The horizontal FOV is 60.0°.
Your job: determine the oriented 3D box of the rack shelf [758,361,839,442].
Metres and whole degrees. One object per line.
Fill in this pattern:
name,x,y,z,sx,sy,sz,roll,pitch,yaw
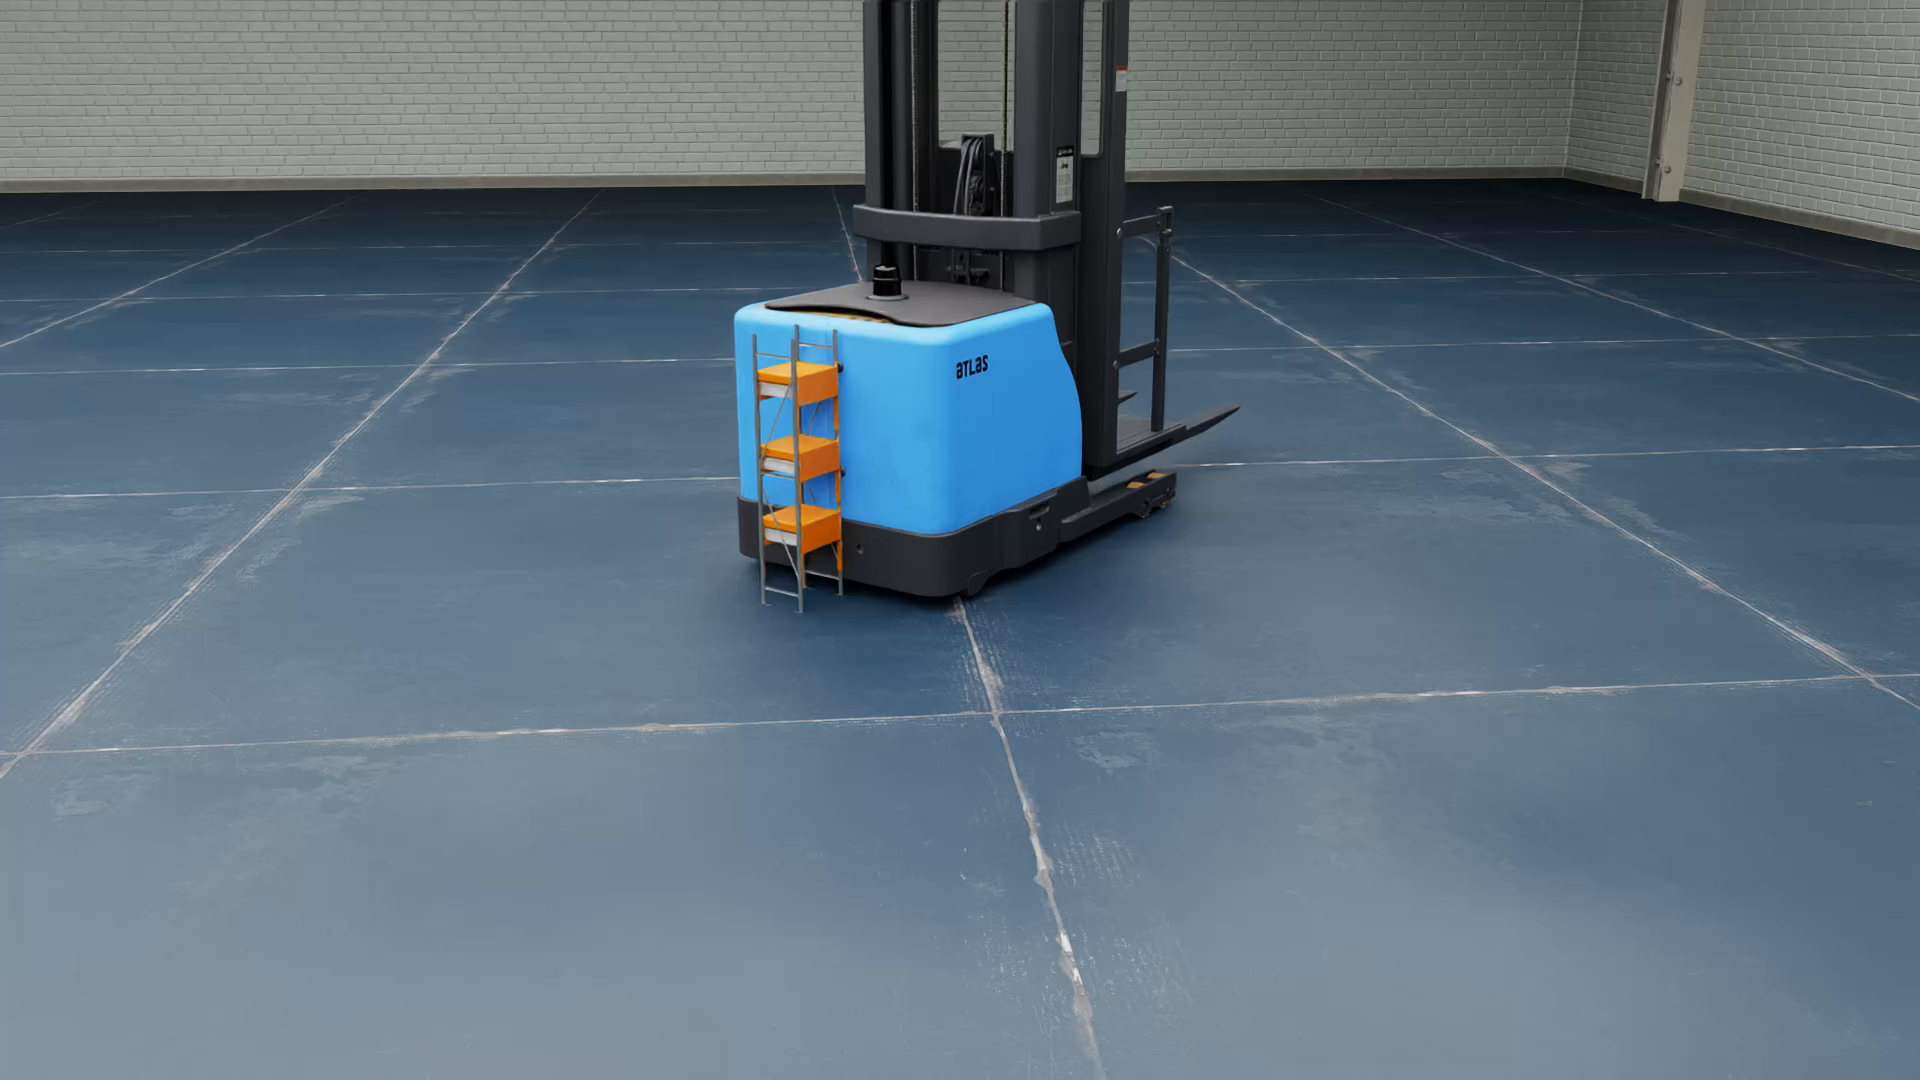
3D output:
rack shelf,-0.608,-0.527,6.190,0.215,0.259,0.240,11,21,32

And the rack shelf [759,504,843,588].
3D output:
rack shelf,-0.608,0.009,6.359,0.215,0.259,0.240,11,21,32

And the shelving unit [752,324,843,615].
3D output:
shelving unit,-0.608,-0.266,6.272,0.215,1.050,0.252,11,21,32

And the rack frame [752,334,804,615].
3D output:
rack frame,-0.676,-0.236,6.176,0.200,1.050,0.008,11,21,32

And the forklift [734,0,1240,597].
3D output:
forklift,0.339,-1.567,7.274,1.130,2.935,3.031,11,21,32

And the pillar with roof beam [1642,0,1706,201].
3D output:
pillar with roof beam,4.415,-8.383,18.857,9.100,9.000,0.400,-2,18,-6

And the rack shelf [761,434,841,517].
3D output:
rack shelf,-0.608,-0.256,6.275,0.215,0.259,0.240,11,21,32

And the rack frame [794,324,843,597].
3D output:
rack frame,-0.540,-0.297,6.369,0.200,1.050,0.008,11,21,32
